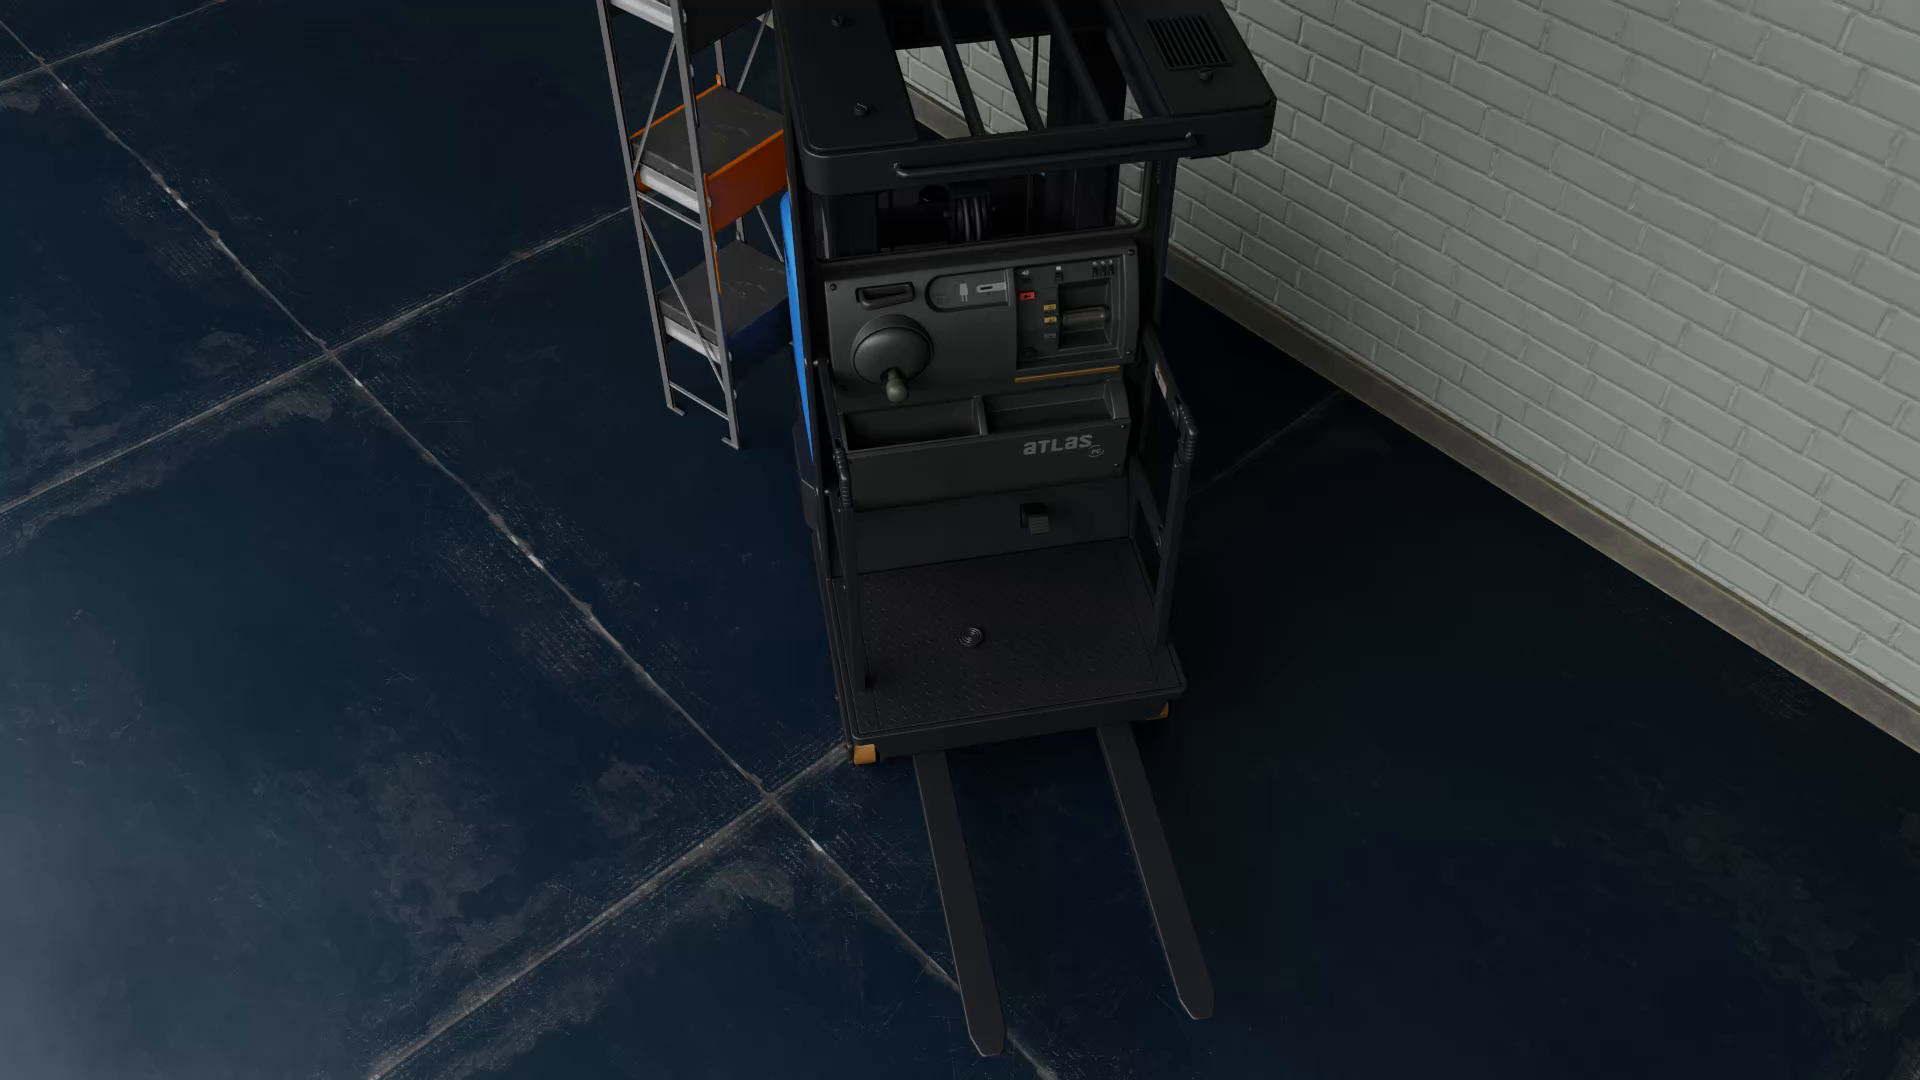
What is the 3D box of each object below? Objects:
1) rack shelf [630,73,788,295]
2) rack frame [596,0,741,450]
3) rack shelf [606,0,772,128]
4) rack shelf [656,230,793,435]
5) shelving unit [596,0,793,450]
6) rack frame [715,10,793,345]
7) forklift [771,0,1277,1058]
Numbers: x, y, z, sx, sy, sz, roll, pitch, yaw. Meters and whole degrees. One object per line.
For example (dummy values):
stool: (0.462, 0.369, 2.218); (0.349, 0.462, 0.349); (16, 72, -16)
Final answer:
rack shelf: (-0.874, -1.293, 6.033); (0.431, 0.518, 0.480); (31, 54, 25)
rack frame: (-1.027, -1.163, 5.894); (0.400, 2.100, 0.015); (31, 54, 25)
rack shelf: (-0.874, -1.767, 5.518); (0.431, 0.518, 0.480); (31, 54, 25)
rack shelf: (-0.874, -0.818, 6.547); (0.431, 0.518, 0.480); (31, 54, 25)
shelving unit: (-0.874, -1.302, 6.023); (0.431, 2.100, 0.503); (31, 54, 25)
rack frame: (-0.720, -1.441, 6.151); (0.400, 2.100, 0.015); (31, 54, 25)
forklift: (0.113, -0.544, 4.758); (1.130, 2.935, 3.031); (-8, 48, -7)
